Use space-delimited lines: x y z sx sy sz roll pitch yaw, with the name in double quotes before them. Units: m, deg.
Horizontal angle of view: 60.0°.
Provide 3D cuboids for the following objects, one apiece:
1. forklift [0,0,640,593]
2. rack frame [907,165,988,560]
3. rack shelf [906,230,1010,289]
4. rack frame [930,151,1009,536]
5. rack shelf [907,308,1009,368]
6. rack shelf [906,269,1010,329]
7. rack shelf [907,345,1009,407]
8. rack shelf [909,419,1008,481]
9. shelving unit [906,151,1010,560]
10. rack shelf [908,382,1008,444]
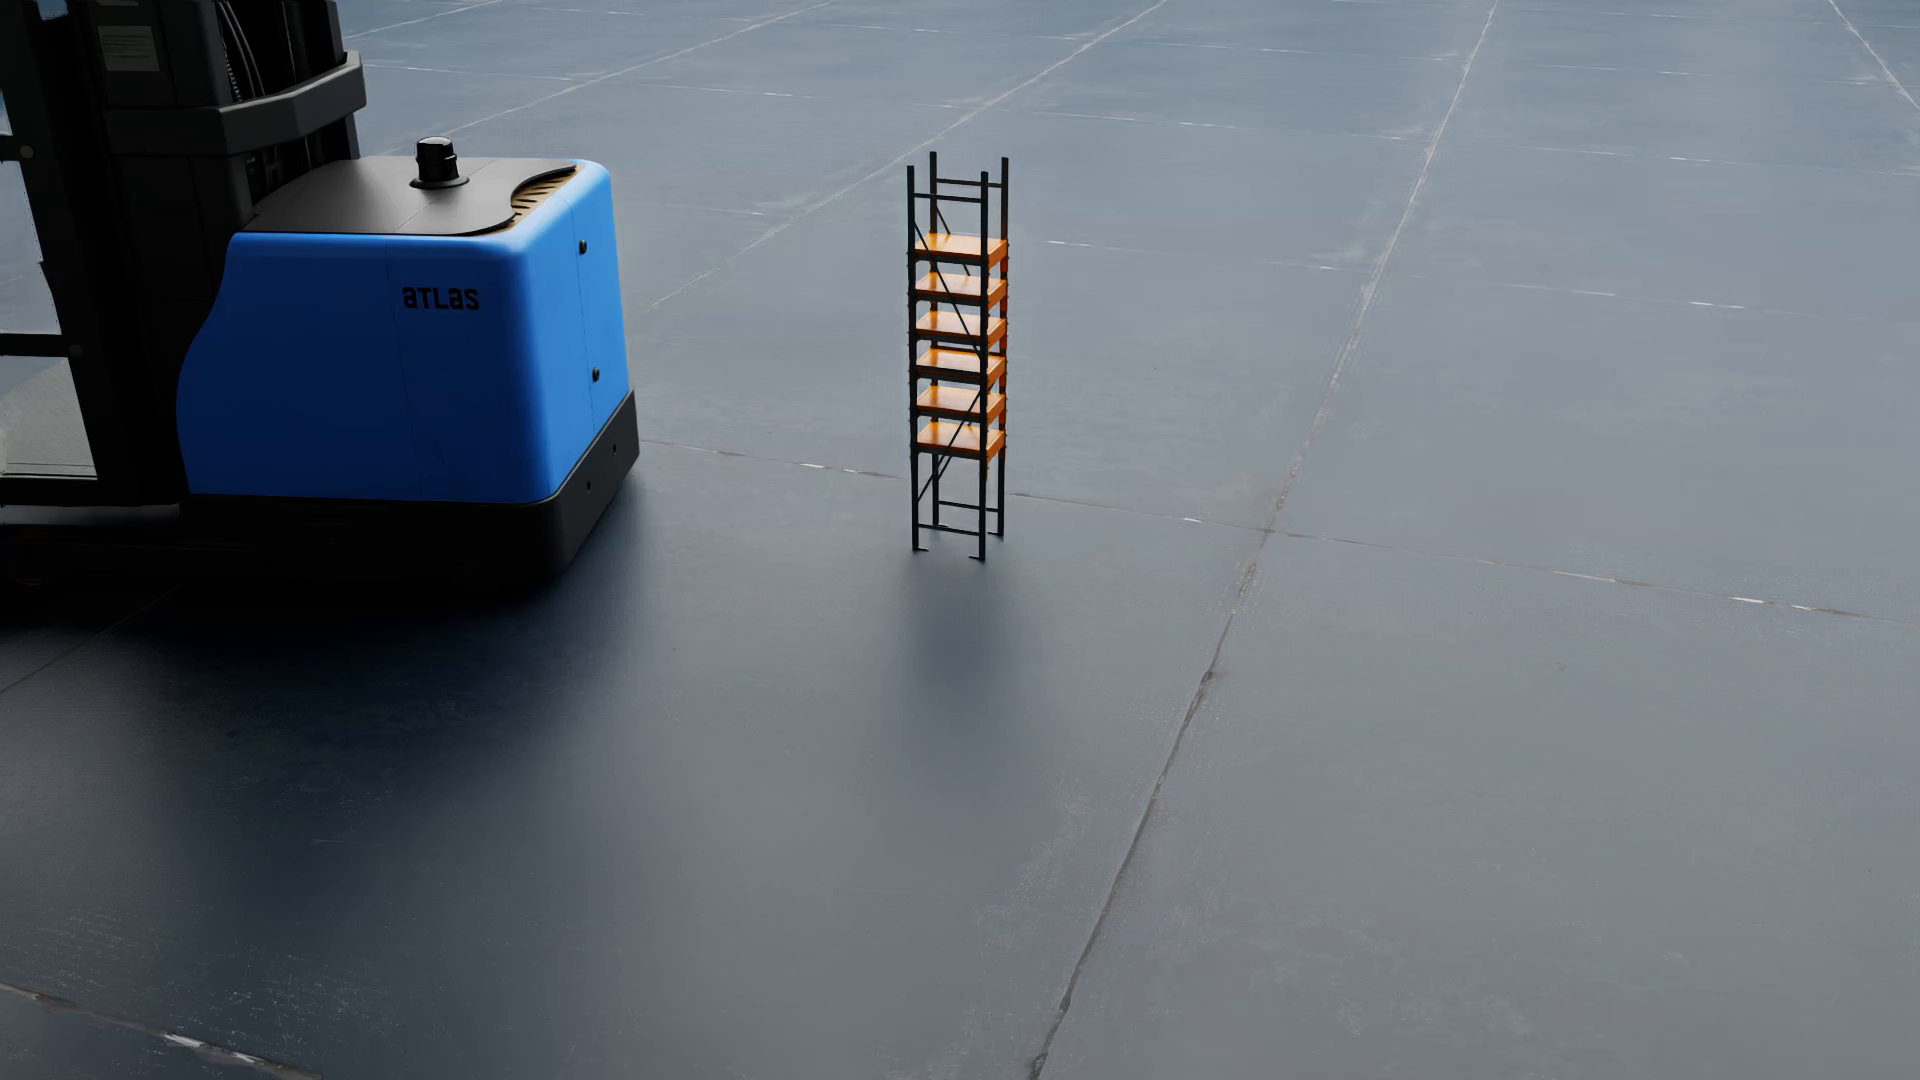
"forklift" -2.639 -1.410 4.799 3.031 2.935 1.130 2 26 4
"rack frame" -0.035 -0.496 4.899 0.240 1.200 0.006 9 27 17
"rack shelf" -0.005 -0.818 4.839 0.258 0.103 0.180 9 27 17
"rack frame" 0.026 -0.572 5.054 0.240 1.200 0.006 9 27 17
"rack shelf" -0.005 -0.602 4.943 0.258 0.103 0.180 9 27 17
"rack shelf" -0.005 -0.710 4.891 0.258 0.103 0.180 9 27 17
"rack shelf" -0.005 -0.494 4.996 0.258 0.103 0.180 9 27 17
"rack shelf" -0.005 -0.278 5.100 0.258 0.103 0.180 9 27 17
"shelving unit" -0.005 -0.534 4.976 0.258 1.200 0.189 9 27 17
"rack shelf" -0.005 -0.386 5.048 0.258 0.103 0.180 9 27 17
